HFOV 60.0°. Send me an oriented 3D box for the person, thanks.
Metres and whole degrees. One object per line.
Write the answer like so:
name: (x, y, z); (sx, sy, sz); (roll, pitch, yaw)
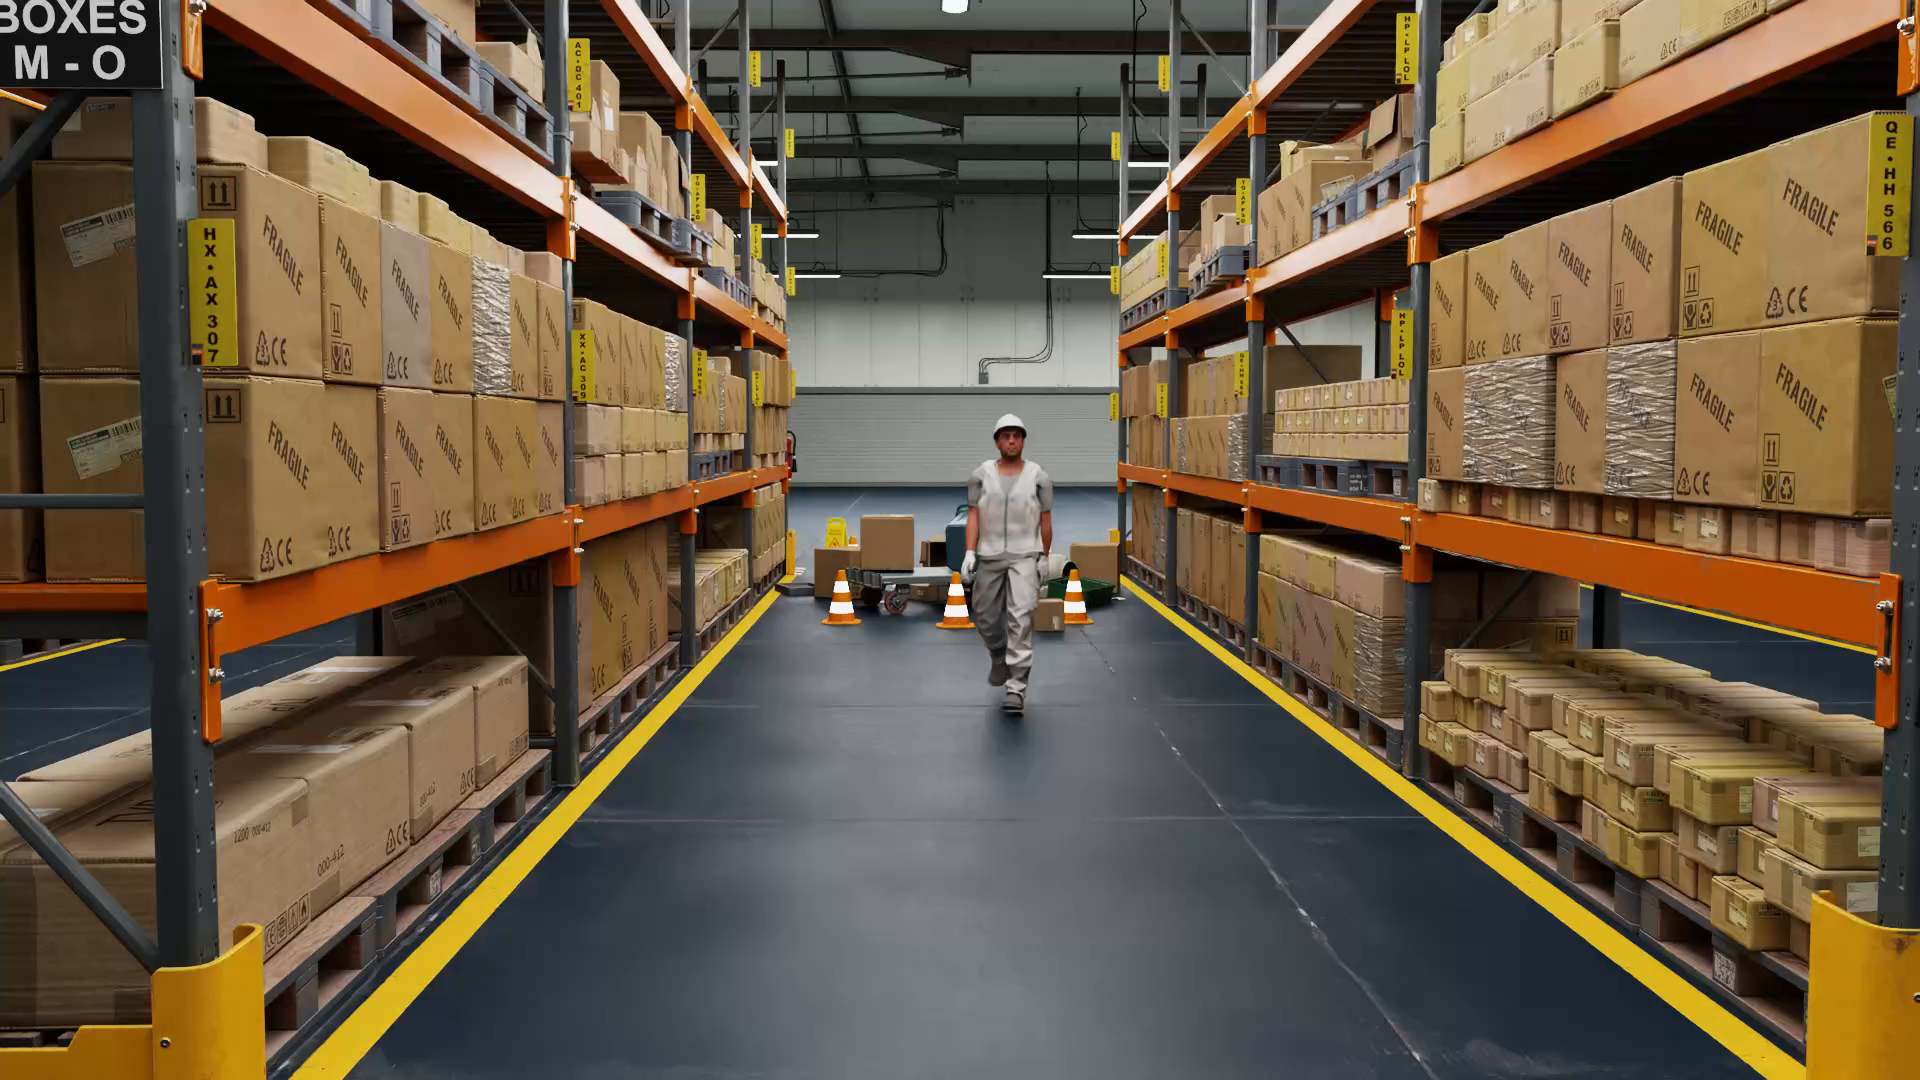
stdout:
person: (0.290, 0.116, 10.101); (0.532, 1.758, 0.909); (1, 4, 10)
